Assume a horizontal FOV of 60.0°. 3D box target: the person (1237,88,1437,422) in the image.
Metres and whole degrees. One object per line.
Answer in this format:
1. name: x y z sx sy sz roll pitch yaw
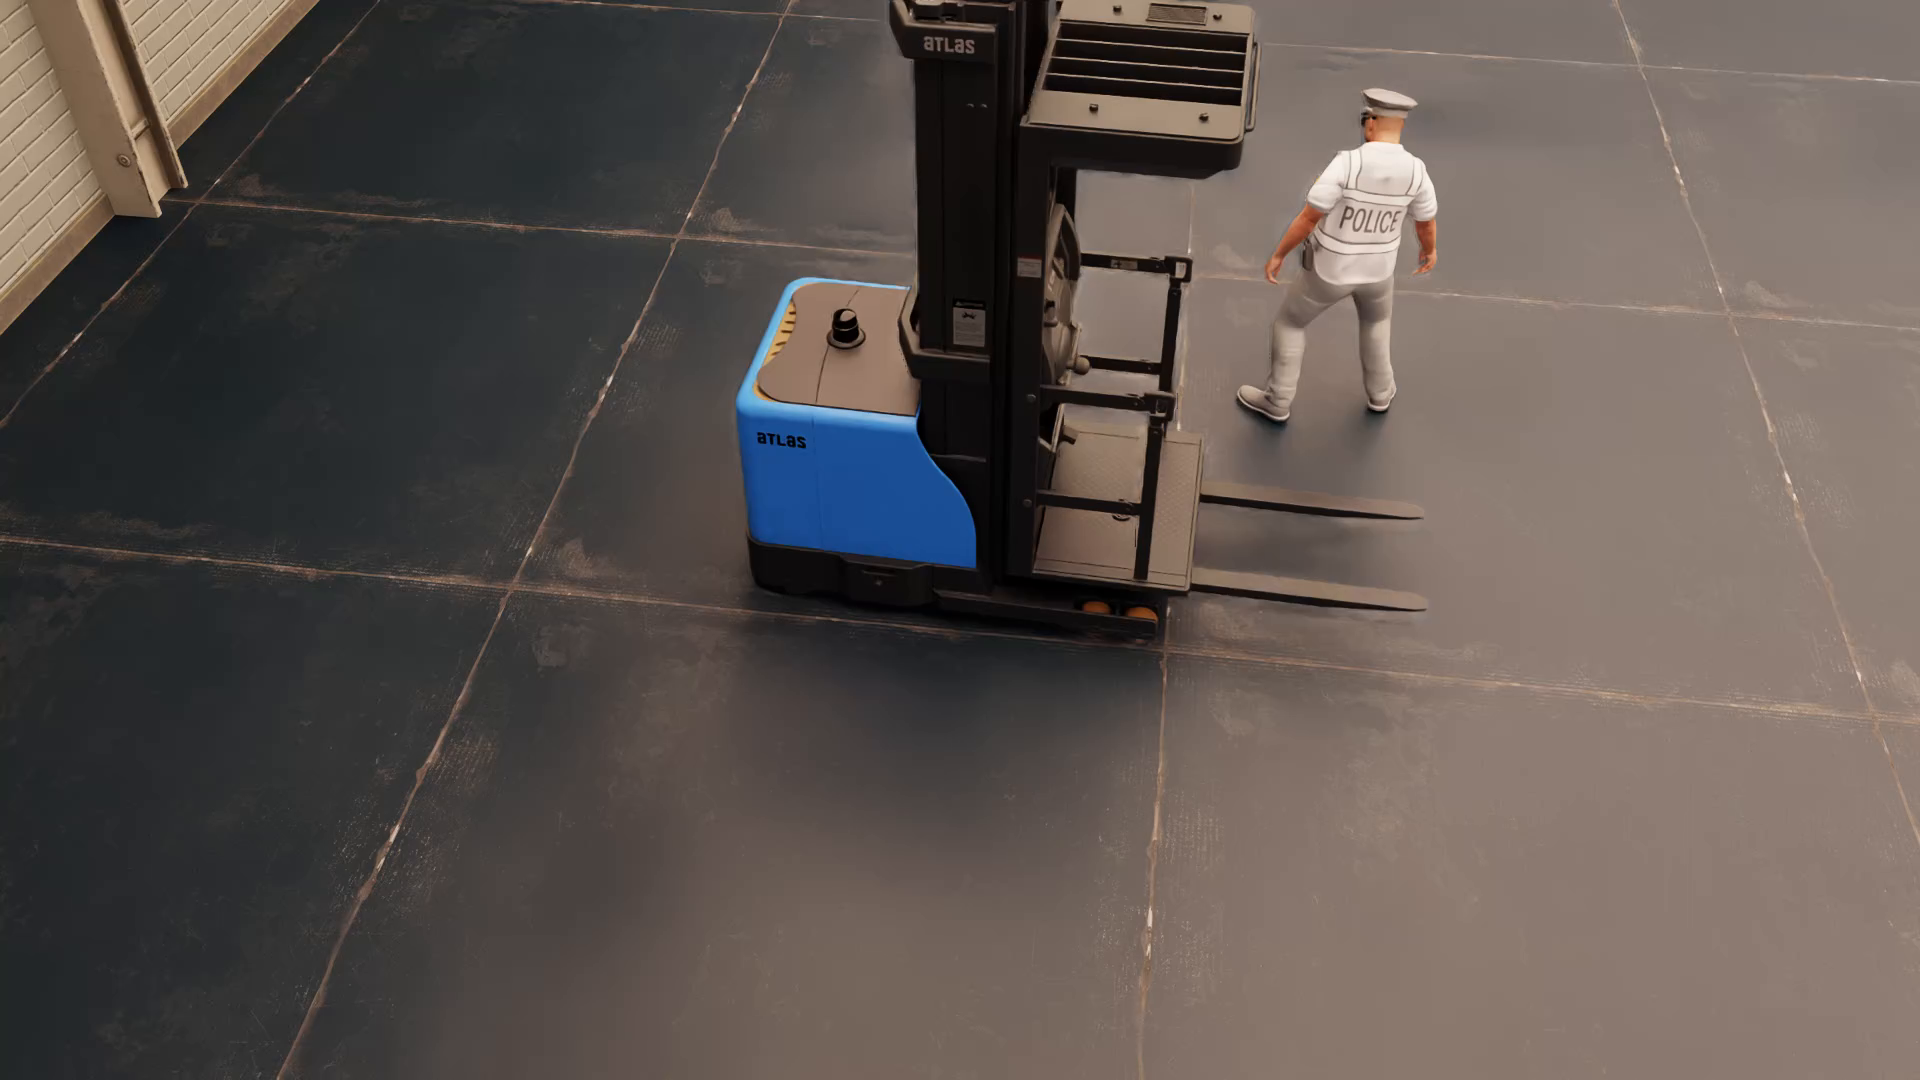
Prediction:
1. person: 1.917 -1.364 8.129 0.925 1.710 0.440 -5 43 -5

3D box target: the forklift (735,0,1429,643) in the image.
1. forklift: 0.604 -1.013 6.827 3.031 2.935 1.130 7 43 7
